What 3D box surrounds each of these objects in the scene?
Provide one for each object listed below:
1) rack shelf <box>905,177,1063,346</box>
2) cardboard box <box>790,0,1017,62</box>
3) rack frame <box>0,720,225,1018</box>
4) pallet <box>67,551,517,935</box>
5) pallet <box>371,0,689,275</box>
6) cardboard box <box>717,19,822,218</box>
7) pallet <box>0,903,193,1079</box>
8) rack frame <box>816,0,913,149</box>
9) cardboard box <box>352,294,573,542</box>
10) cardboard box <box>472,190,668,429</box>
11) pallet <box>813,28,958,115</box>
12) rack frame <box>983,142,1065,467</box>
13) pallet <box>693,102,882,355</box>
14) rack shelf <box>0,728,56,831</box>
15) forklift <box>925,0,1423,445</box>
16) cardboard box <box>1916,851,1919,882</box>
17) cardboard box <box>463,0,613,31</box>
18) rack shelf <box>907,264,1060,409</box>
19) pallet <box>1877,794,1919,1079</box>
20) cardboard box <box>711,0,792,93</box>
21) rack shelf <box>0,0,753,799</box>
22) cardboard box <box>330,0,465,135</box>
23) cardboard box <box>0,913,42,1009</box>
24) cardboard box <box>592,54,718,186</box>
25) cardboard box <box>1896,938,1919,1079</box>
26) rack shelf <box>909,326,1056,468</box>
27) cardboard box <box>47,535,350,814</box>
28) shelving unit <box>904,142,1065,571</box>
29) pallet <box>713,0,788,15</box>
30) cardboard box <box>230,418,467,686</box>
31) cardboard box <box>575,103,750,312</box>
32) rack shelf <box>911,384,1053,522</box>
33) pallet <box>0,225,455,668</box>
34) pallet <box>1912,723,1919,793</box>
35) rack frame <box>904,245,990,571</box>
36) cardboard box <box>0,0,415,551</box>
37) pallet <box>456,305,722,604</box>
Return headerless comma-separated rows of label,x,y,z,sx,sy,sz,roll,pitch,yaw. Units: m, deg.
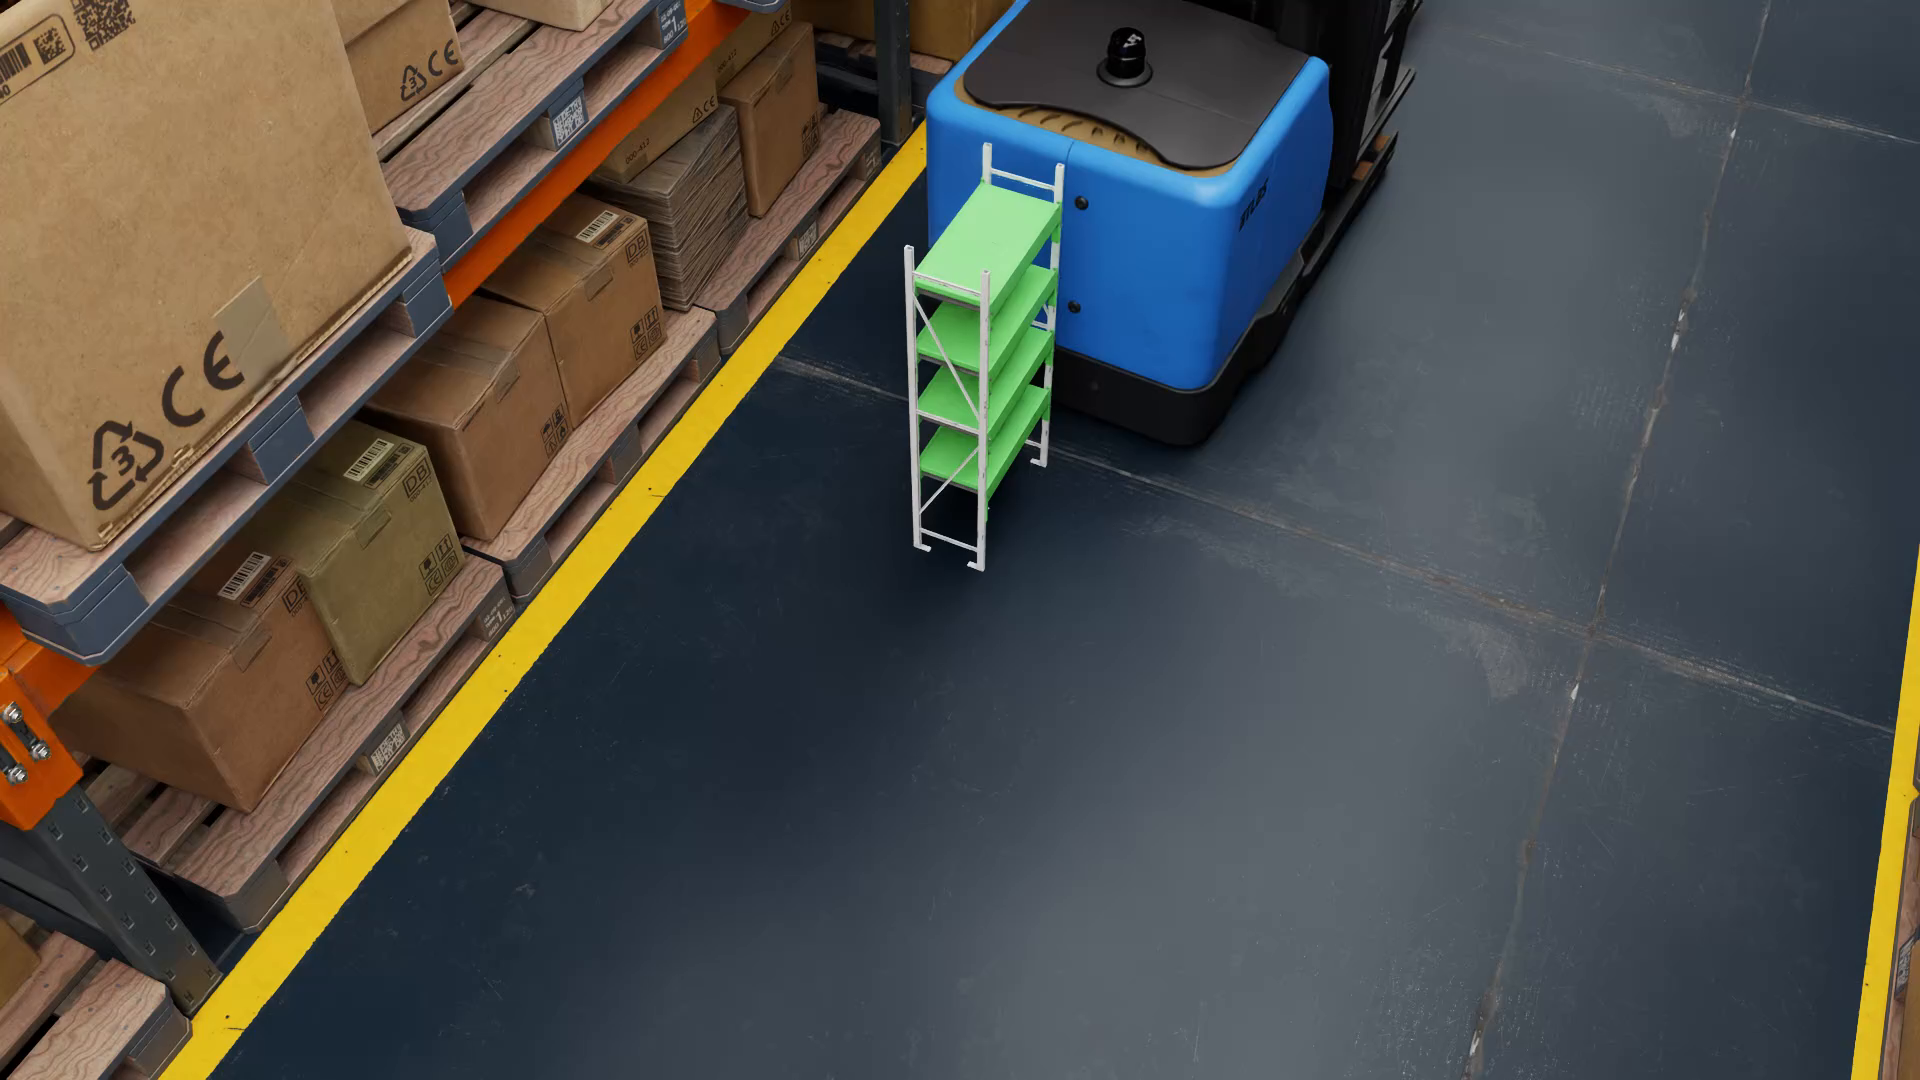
rack shelf,0.071,-0.772,4.573,0.258,0.148,0.480,20,52,16
cardboard box,-0.352,-2.635,6.642,1.225,0.875,0.875,18,52,14
rack frame,-2.375,0.035,3.251,1.000,3.000,0.127,20,52,16
pallet,-2.044,0.402,4.769,1.003,0.211,1.213,20,52,16
pallet,-1.475,-1.281,4.496,1.003,0.211,1.213,20,52,16
cardboard box,-0.934,-1.584,5.981,0.700,0.500,0.500,17,52,14
pallet,-2.630,1.413,3.909,1.003,0.211,1.213,20,52,16
rack frame,-0.666,-2.719,5.594,1.000,3.000,0.127,20,52,16
cardboard box,-1.634,-0.421,4.991,0.700,0.500,0.500,16,51,13
cardboard box,-1.395,-0.805,5.318,0.700,0.500,0.500,24,54,19
pallet,-0.261,-2.334,7.098,1.003,0.211,1.213,20,52,16
rack frame,0.175,-0.671,5.033,0.240,1.200,0.015,20,52,16
pallet,-1.001,-1.278,6.199,1.003,0.211,1.213,20,52,16
rack shelf,-3.229,1.645,2.353,1.077,0.370,4.000,20,52,16
forklift,1.030,-2.385,5.355,1.130,2.935,3.031,23,53,18
cardboard box,3.064,0.550,4.014,1.050,0.750,0.750,21,53,17
cardboard box,-1.134,-1.576,4.434,0.396,0.266,0.258,18,52,15
rack shelf,0.071,-0.617,4.756,0.258,0.148,0.480,20,52,16
pallet,2.848,1.223,4.071,1.003,0.211,1.213,20,52,16
cardboard box,-0.925,-1.824,5.692,0.500,0.250,0.500,22,53,18
rack shelf,-1.520,-1.109,4.697,1.077,0.370,4.000,20,52,16
cardboard box,-1.718,-1.358,4.093,0.797,0.503,0.637,25,54,20
cardboard box,-2.582,0.971,3.819,0.500,0.500,0.500,18,52,15
cardboard box,-1.142,-1.455,5.379,0.500,0.250,0.500,25,54,20
cardboard box,2.666,1.192,3.468,1.050,0.750,0.750,20,52,16
rack shelf,0.071,-0.461,4.939,0.258,0.148,0.480,20,52,16
cardboard box,-2.093,0.287,4.389,0.700,0.500,0.500,16,52,13
shelving unit,0.071,-0.503,4.890,0.258,1.200,0.503,20,52,16
pallet,-0.874,-2.132,5.220,1.213,0.211,1.003,20,52,16
cardboard box,-1.872,-0.036,4.663,0.700,0.500,0.500,20,52,16
cardboard box,-1.160,-1.198,5.652,0.700,0.500,0.500,16,51,13
rack shelf,0.071,-0.306,5.121,0.258,0.148,0.480,20,52,16
pallet,-1.917,-0.382,3.731,1.003,0.211,1.213,20,52,16
pallet,3.370,0.386,4.783,1.003,0.211,1.213,20,52,16
rack frame,-0.034,-0.335,4.747,0.240,1.200,0.015,20,52,16
cardboard box,-1.909,-0.797,3.289,1.000,1.000,1.000,20,53,16
pallet,-1.524,-0.441,5.487,1.003,0.211,1.213,20,52,16
